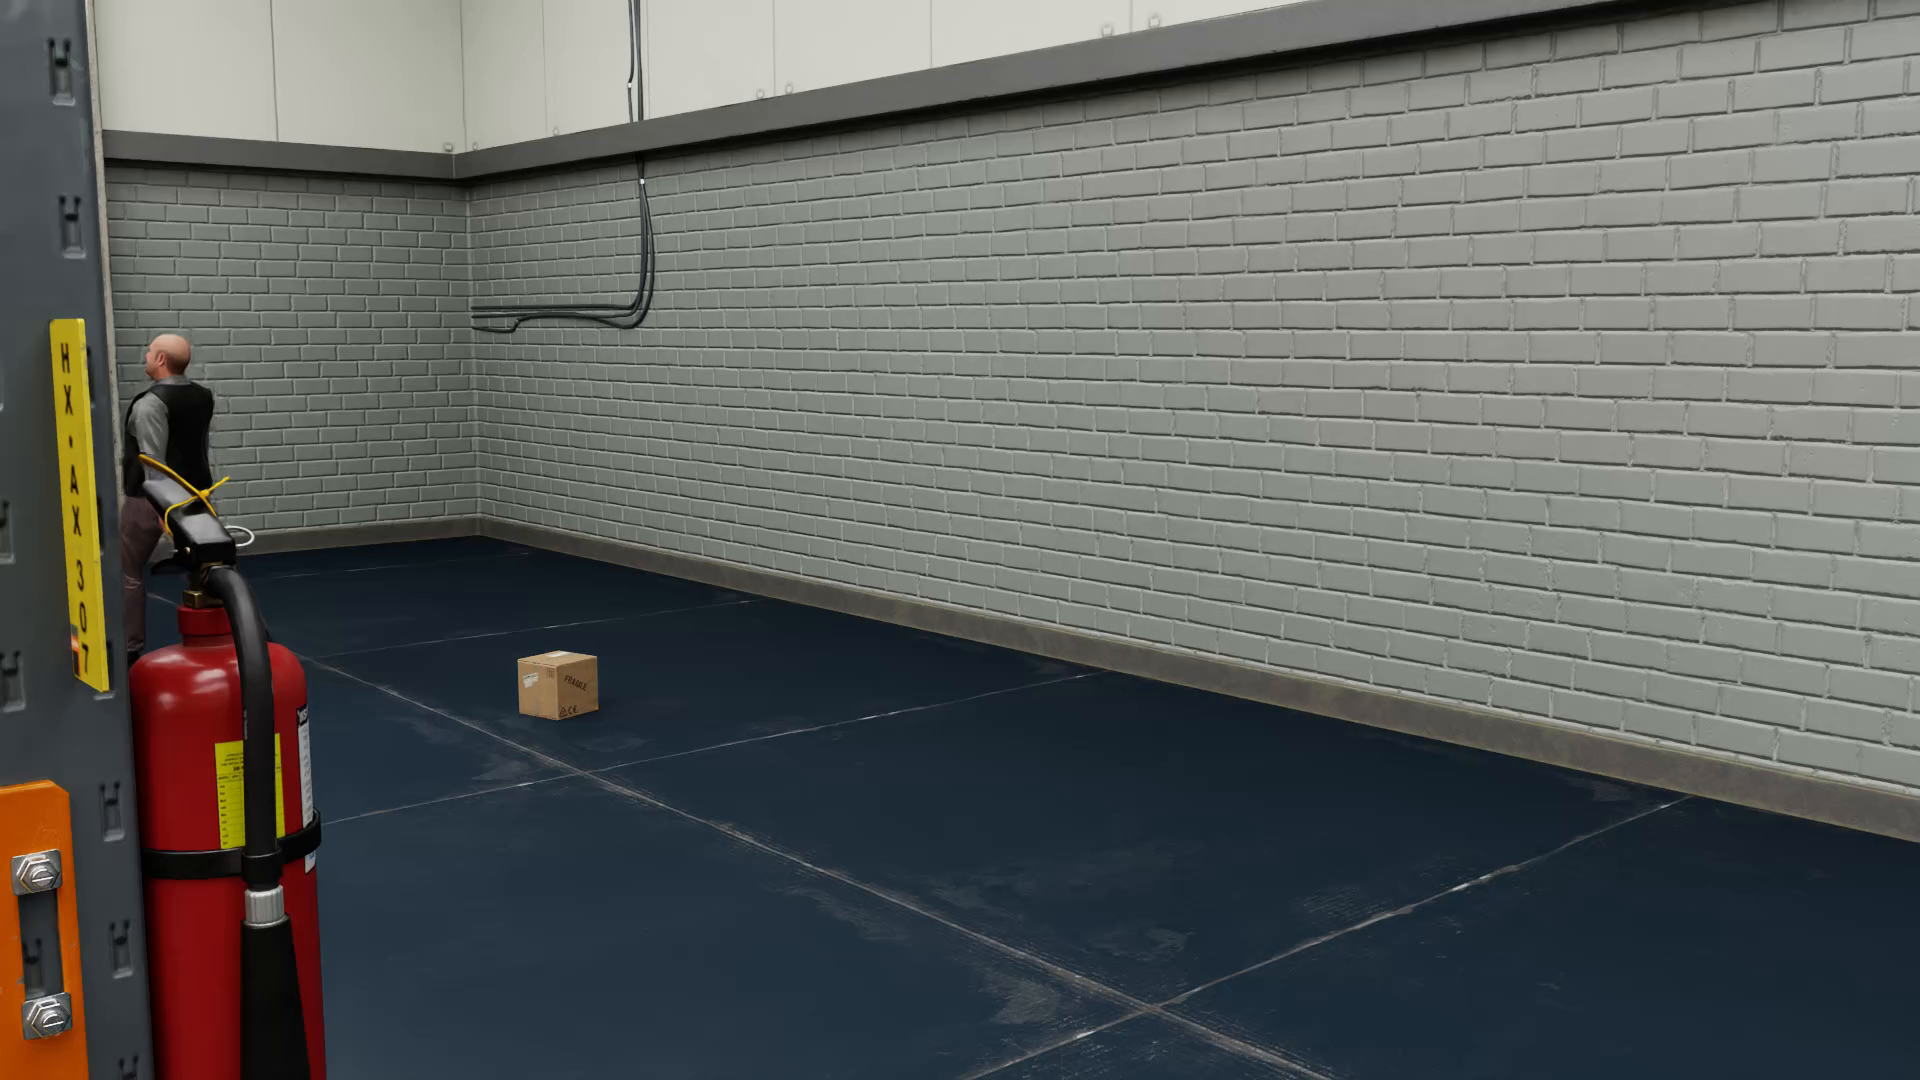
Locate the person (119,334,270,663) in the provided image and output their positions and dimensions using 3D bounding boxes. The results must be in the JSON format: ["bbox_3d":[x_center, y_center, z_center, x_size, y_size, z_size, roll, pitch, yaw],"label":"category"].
[{"bbox_3d":[-4.031,-0.206,8.487,0.977,1.677,0.533,3,8,20],"label":"person"}]
